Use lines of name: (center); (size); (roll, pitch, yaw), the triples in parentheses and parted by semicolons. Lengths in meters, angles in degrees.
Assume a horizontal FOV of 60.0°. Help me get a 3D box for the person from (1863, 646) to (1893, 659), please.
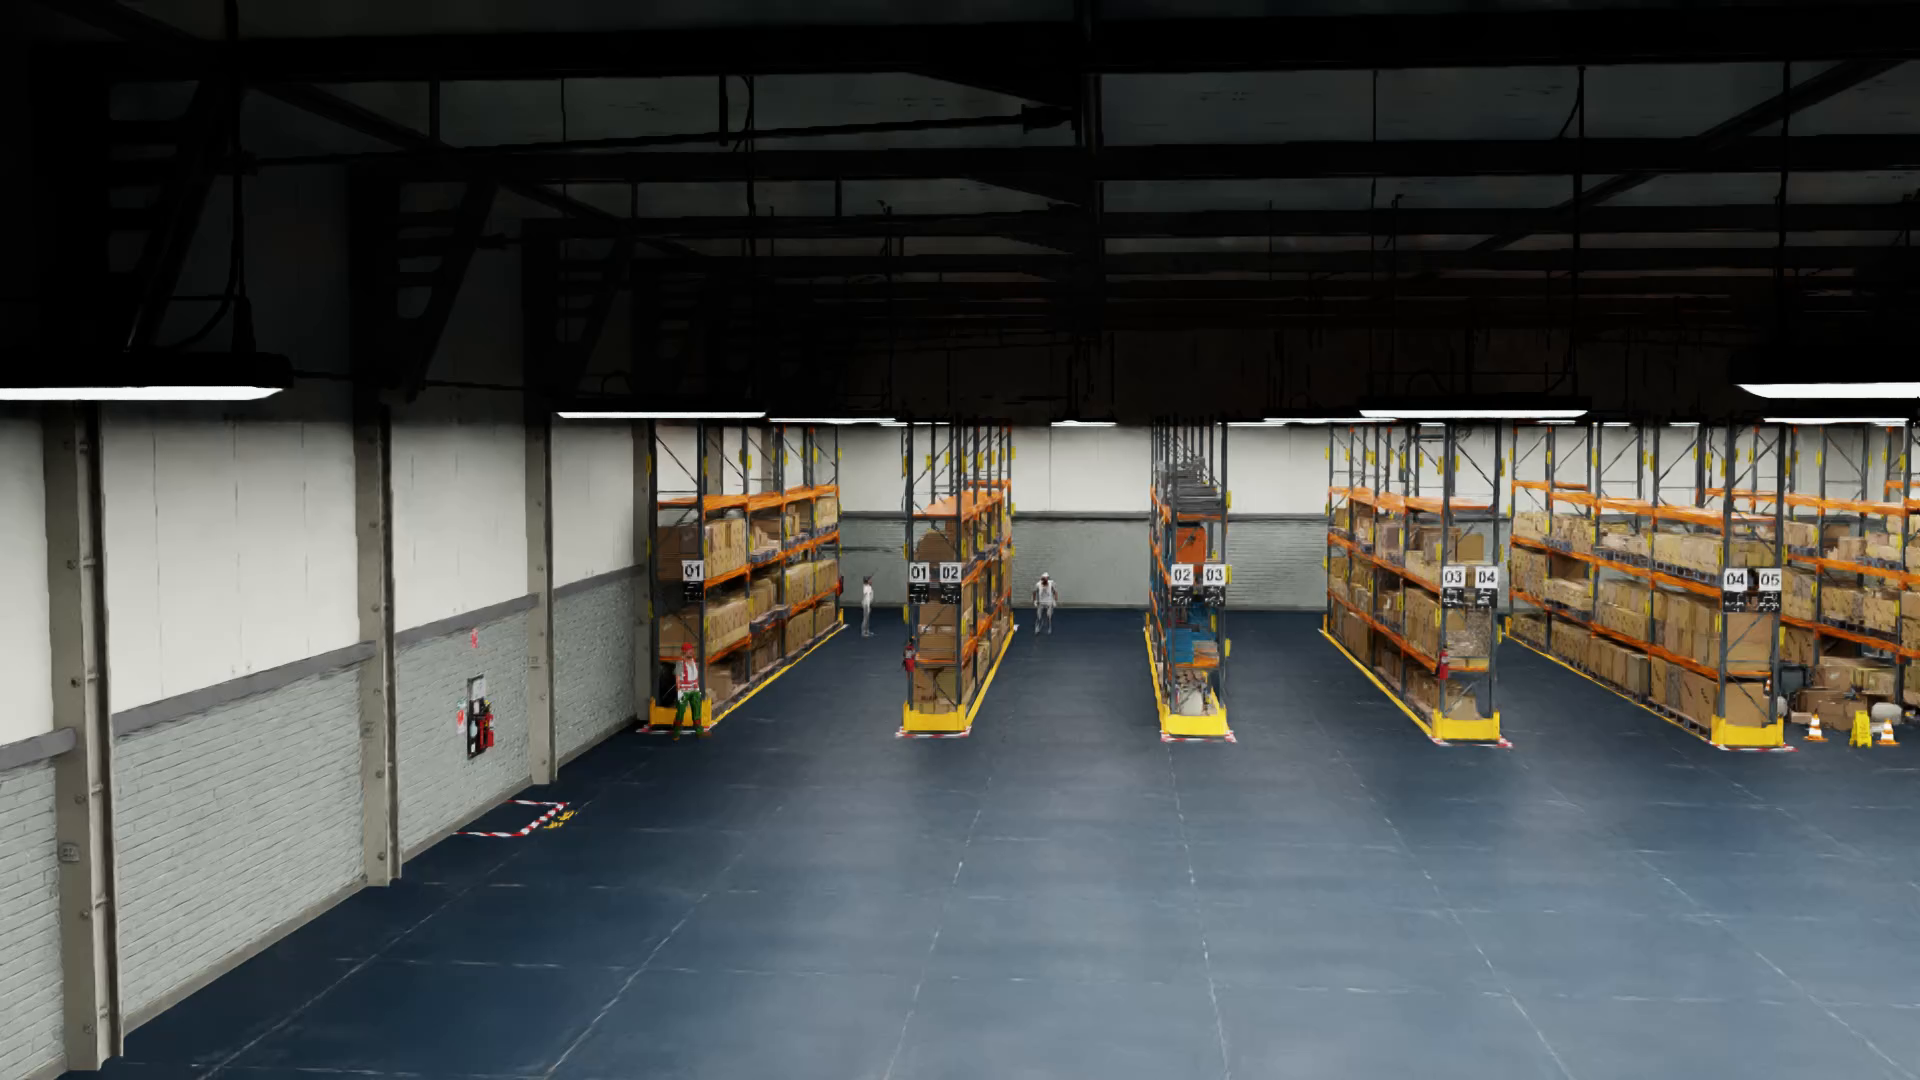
person: (22.802, 2.042, 41.262); (0.641, 1.772, 0.681); (2, 4, 28)

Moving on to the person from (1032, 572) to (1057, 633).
person: (2.358, 1.751, 46.292); (0.702, 1.735, 0.549); (0, 4, 4)

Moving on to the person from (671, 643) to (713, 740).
person: (-4.962, 2.763, 30.510); (0.528, 1.785, 0.702); (3, 5, 38)

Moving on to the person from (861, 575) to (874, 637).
person: (-2.531, 1.799, 45.613); (0.360, 1.687, 0.608); (0, 4, -3)
